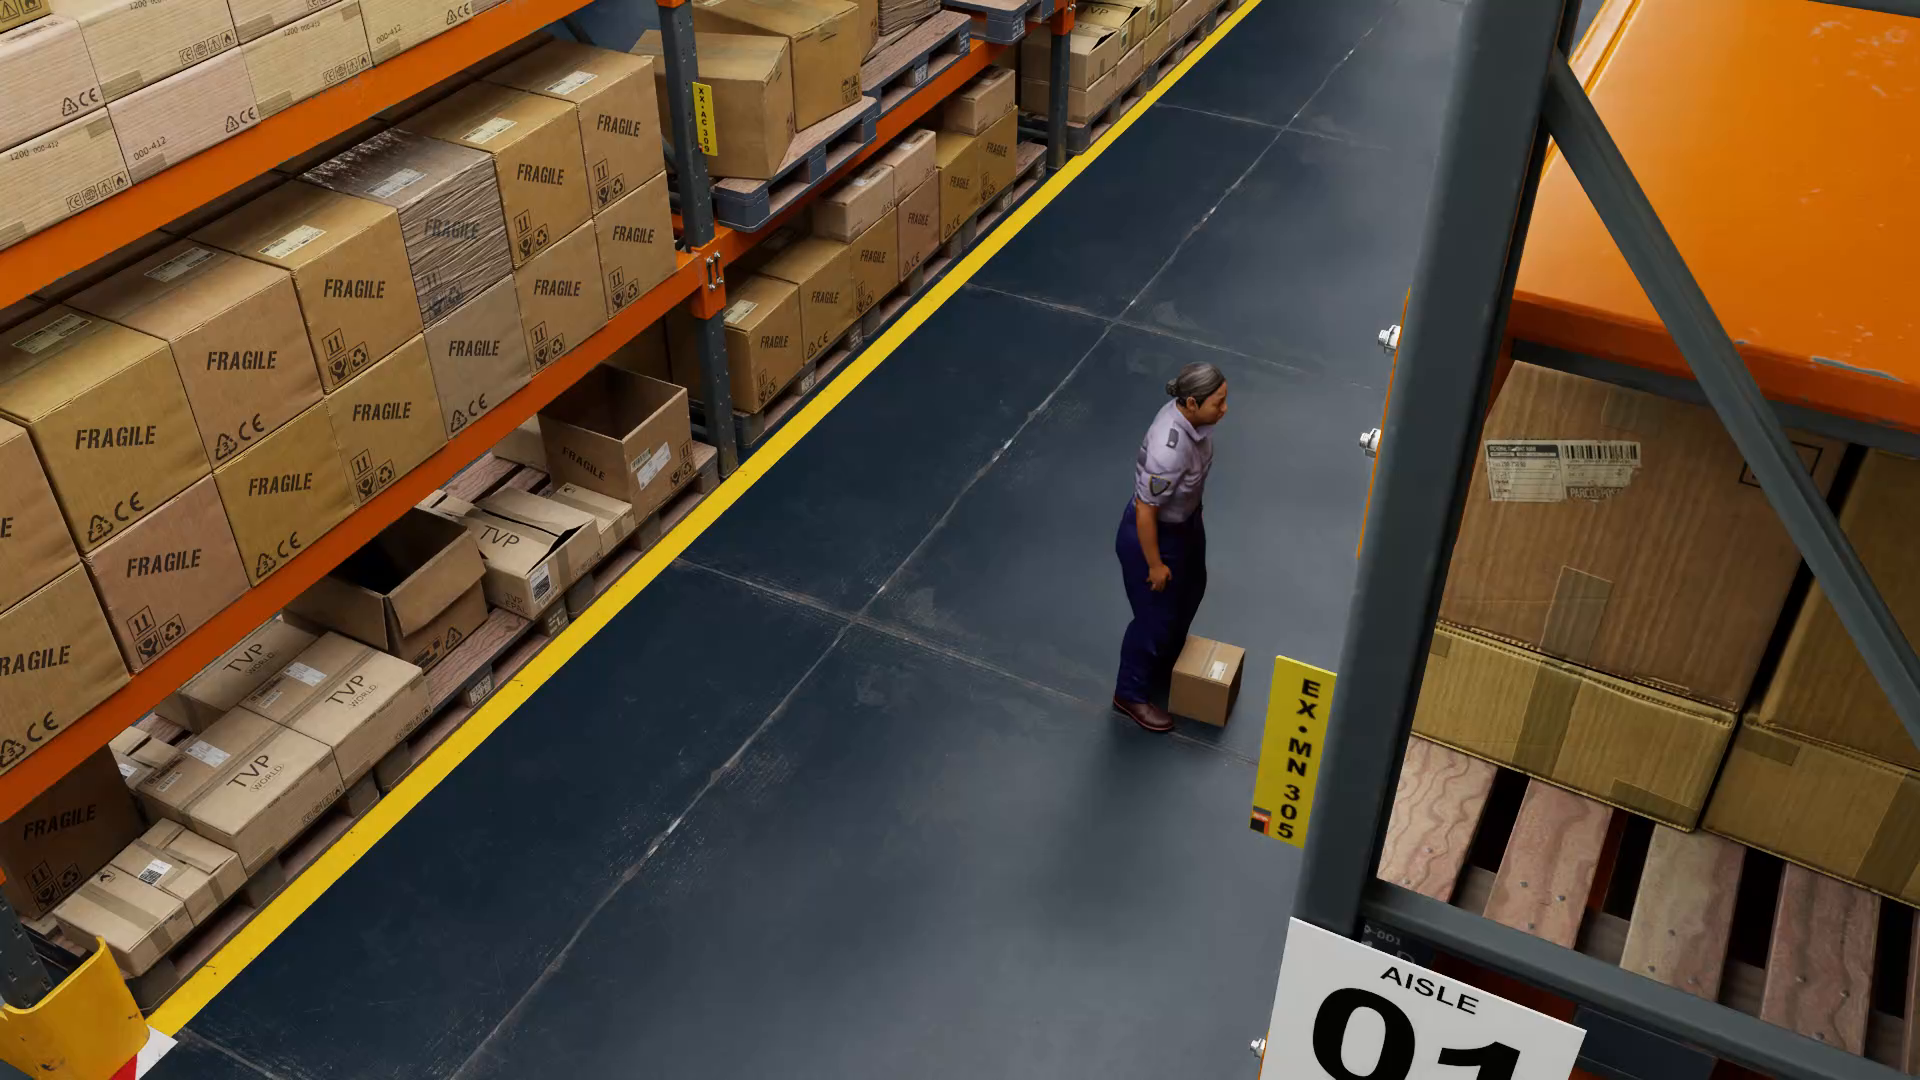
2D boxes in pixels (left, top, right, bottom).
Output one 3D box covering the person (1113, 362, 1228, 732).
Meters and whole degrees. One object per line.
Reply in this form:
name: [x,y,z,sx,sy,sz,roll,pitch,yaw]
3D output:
person: [0.866,-0.006,6.765,0.416,1.648,0.553,17,41,20]
